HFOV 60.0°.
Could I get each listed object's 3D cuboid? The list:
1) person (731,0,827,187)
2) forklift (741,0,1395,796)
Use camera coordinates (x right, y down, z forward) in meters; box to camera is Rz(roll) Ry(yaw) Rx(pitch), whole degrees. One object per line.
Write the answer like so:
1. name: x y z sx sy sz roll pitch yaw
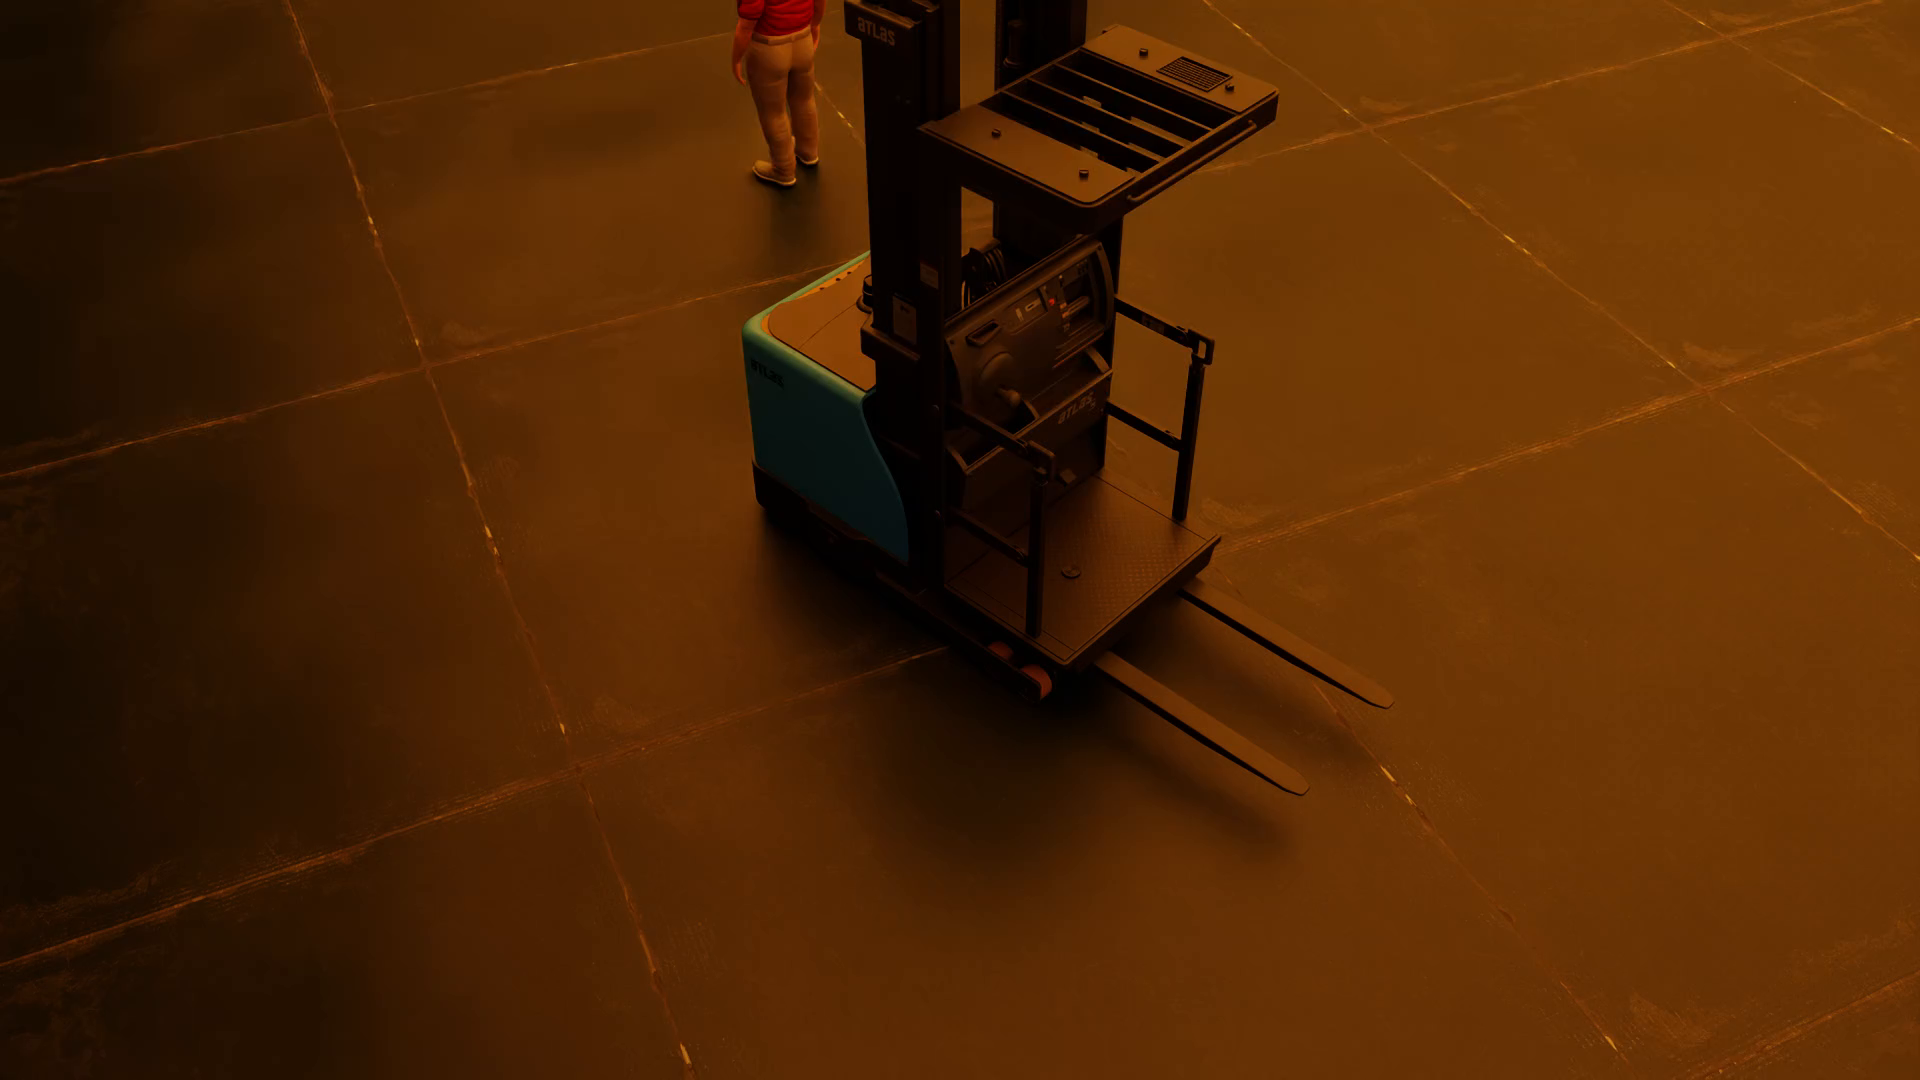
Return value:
1. person: -1.095 -2.874 9.631 0.638 1.727 0.551 -30 51 -28
2. forklift: 0.445 -0.788 6.525 3.031 2.935 1.130 32 52 30
